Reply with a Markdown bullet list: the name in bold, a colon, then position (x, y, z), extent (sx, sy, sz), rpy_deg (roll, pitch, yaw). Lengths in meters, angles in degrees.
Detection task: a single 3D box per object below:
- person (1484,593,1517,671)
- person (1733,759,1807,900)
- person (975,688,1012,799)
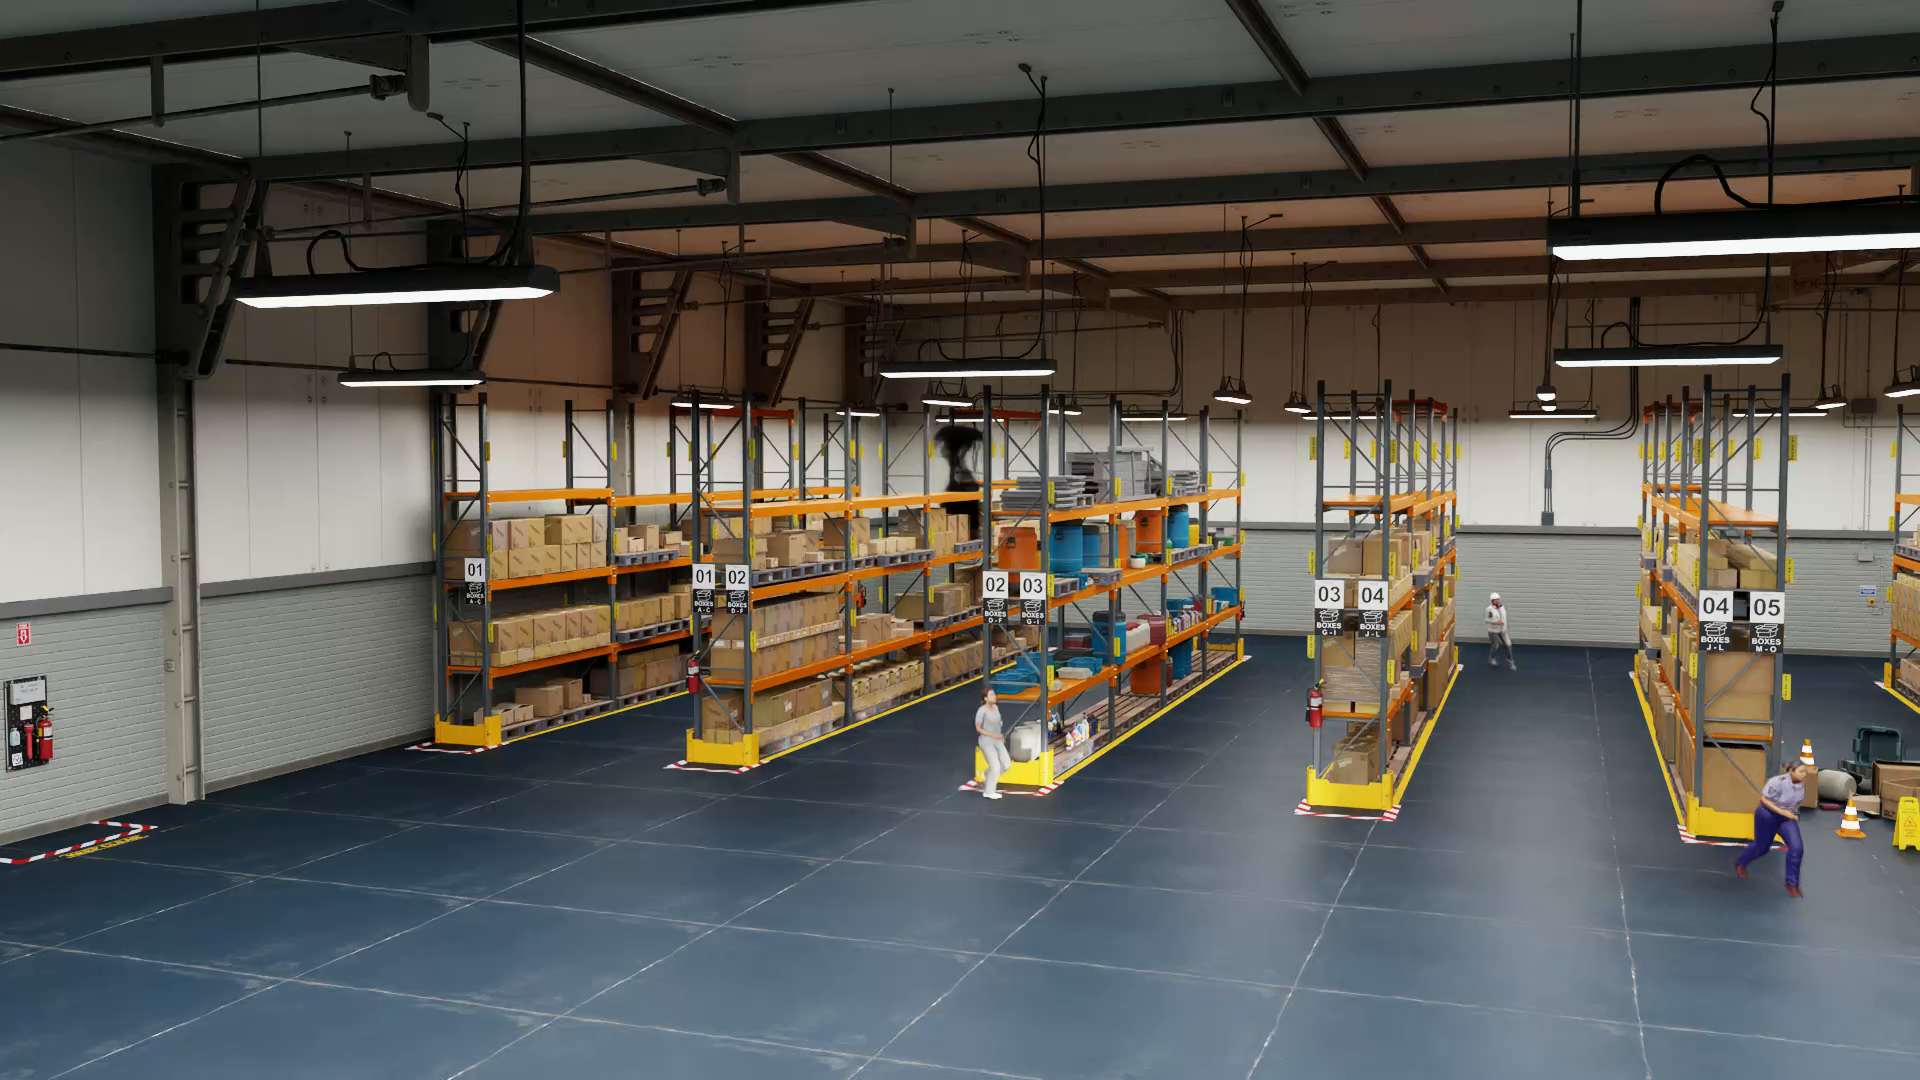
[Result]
- **person**: position (12.335, 2.095, 38.273), extent (0.668, 1.778, 0.862), rpy_deg (-1, 3, -12)
- **person**: position (9.262, 3.235, 18.989), extent (0.648, 1.612, 0.968), rpy_deg (-1, 3, -21)
- **person**: position (0.443, 2.920, 23.916), extent (0.591, 1.611, 0.534), rpy_deg (-3, 4, -44)
